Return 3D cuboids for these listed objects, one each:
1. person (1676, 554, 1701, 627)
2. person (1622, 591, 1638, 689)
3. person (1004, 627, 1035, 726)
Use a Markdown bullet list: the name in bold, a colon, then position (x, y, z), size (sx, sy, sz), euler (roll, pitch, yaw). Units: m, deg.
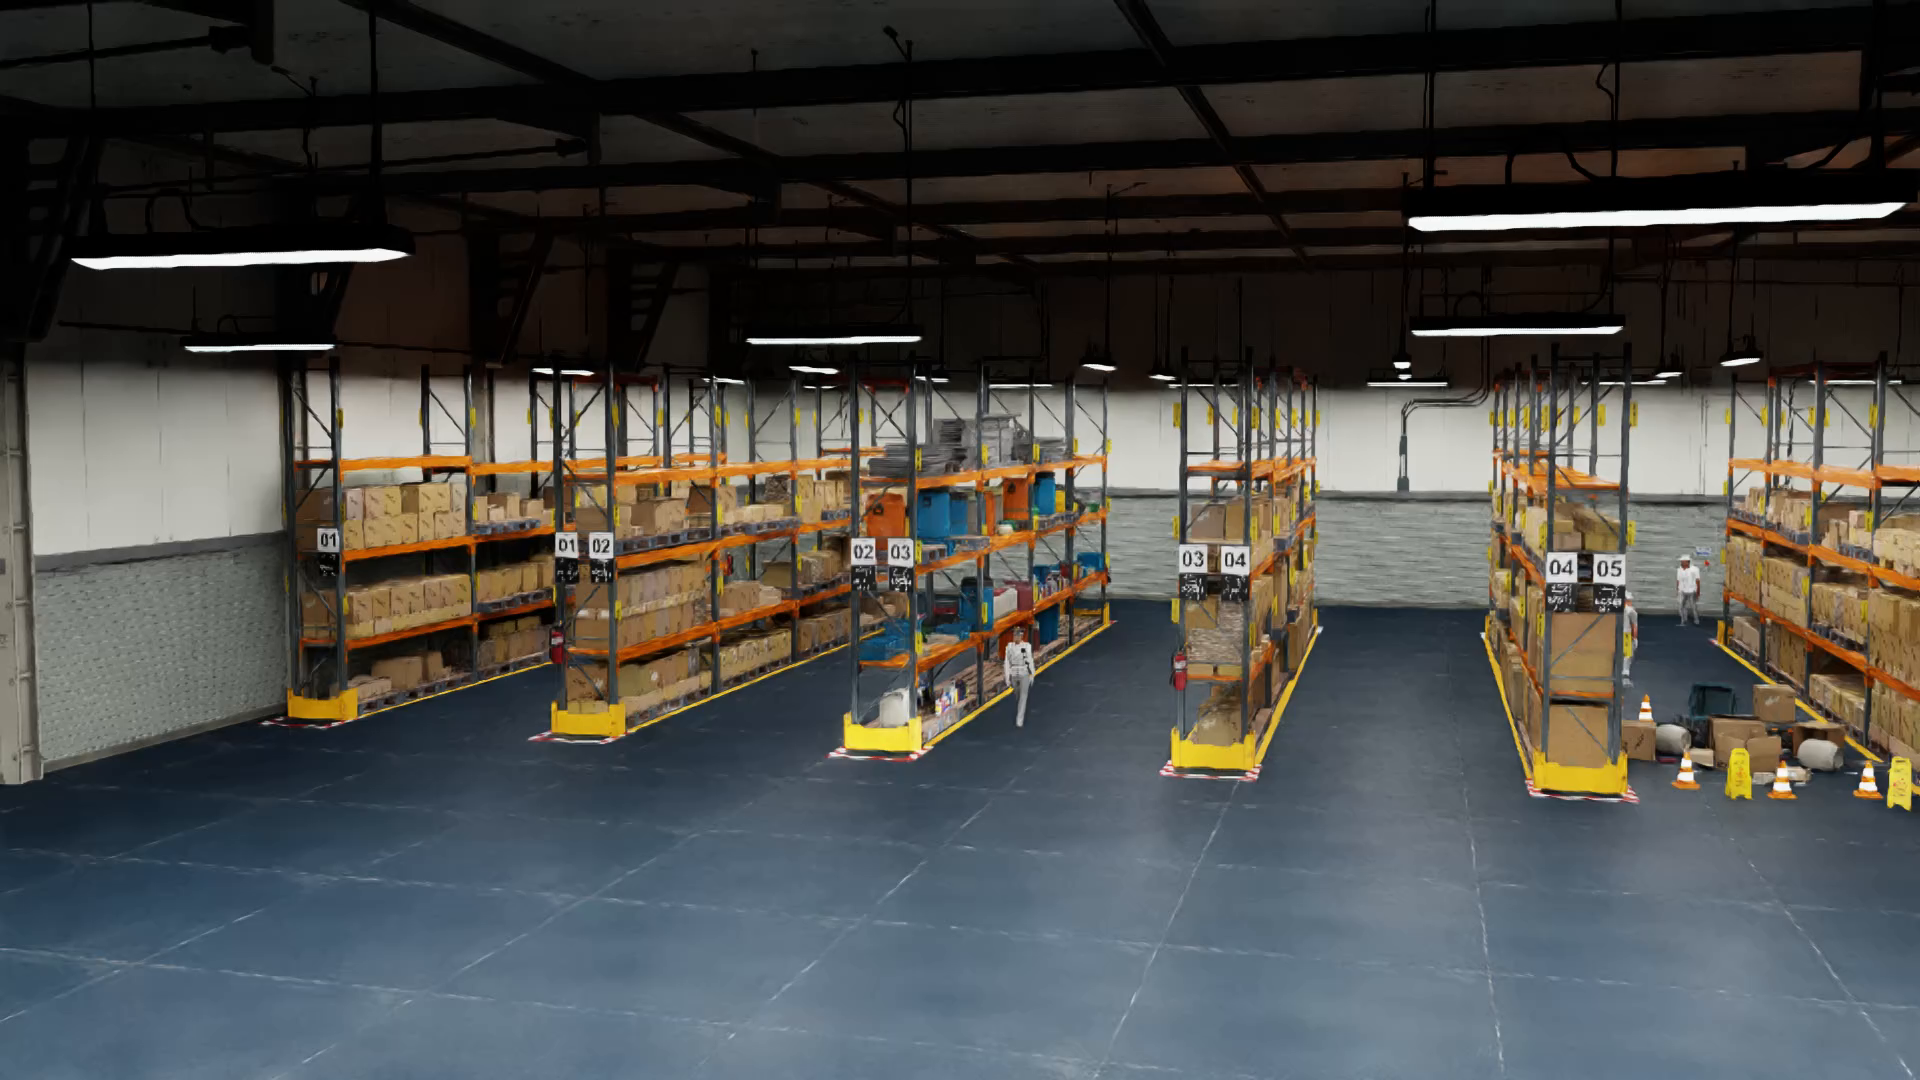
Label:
- **person**: position (17.470, 1.207, 39.868), size (0.574, 1.753, 0.599), euler (-3, 5, -37)
- **person**: position (12.359, 1.832, 30.781), size (0.442, 1.792, 0.606), euler (-1, 4, -16)
- **person**: position (0.949, 2.195, 27.166), size (0.495, 1.589, 1.086), euler (1, 4, 17)
